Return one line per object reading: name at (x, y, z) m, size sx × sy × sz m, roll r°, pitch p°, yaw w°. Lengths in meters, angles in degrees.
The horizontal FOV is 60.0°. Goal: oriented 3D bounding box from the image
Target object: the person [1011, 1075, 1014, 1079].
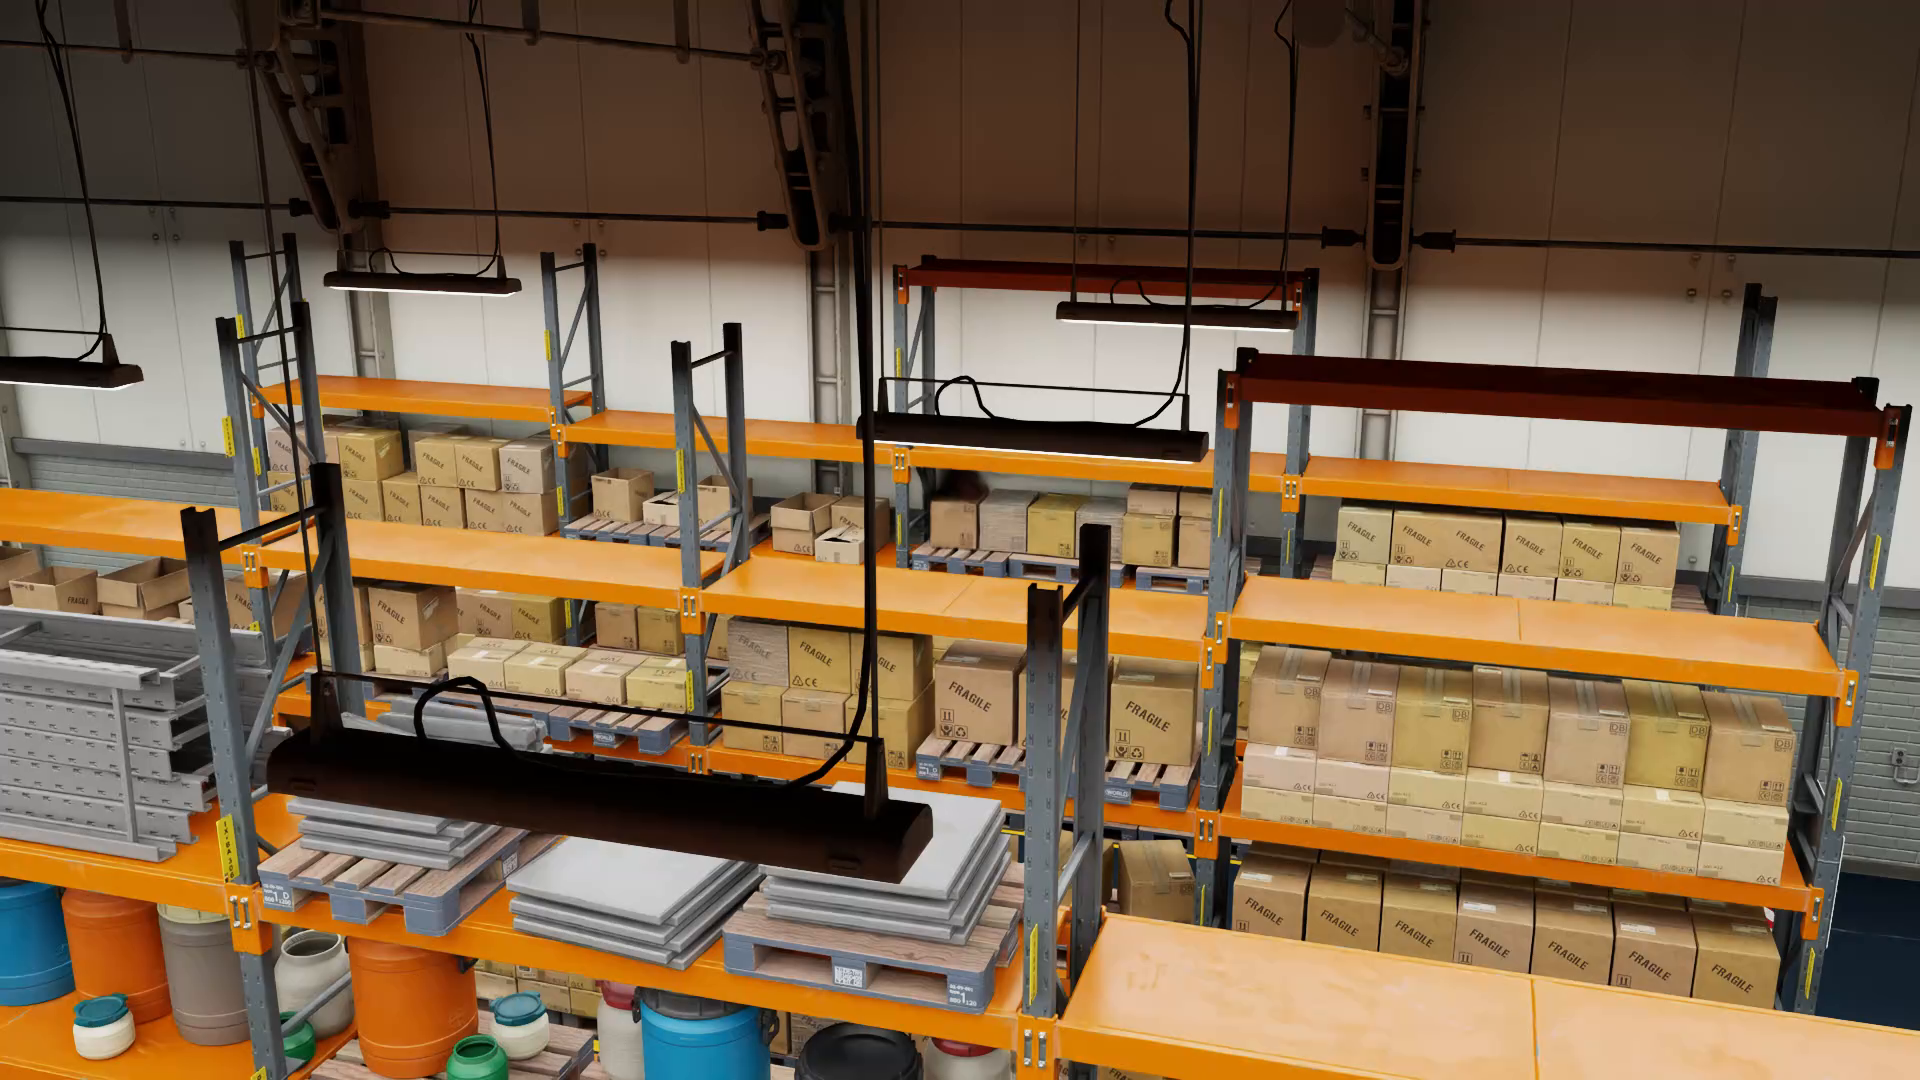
person at (0.243, 4.170, 11.460) m, size 0.823 × 1.553 × 0.506 m, roll 5°, pitch 17°, yaw 16°
